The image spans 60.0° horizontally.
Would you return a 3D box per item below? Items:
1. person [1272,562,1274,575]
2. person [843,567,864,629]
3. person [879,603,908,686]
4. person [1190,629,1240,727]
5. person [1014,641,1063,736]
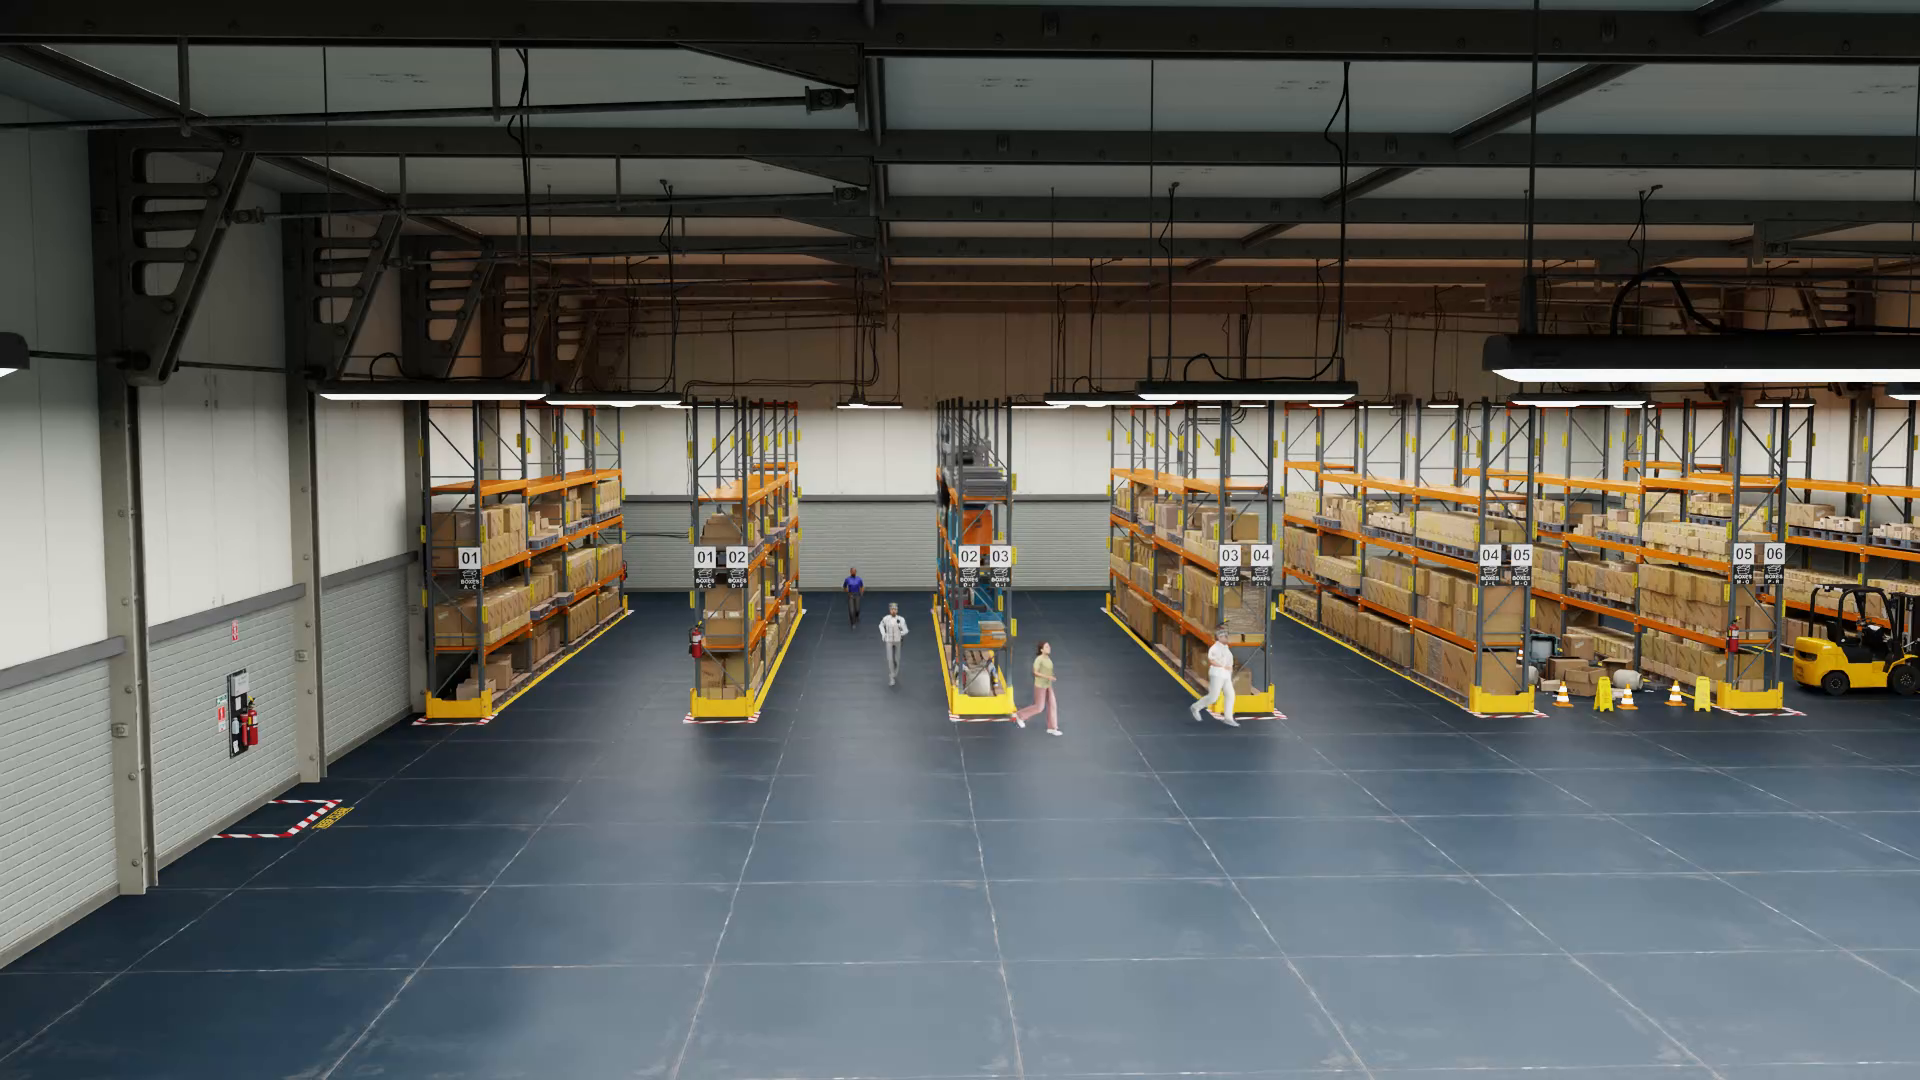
[{"bbox_3d":[8.858,1.151,48.581,0.530,1.648,0.684,-3,5,-33],"label":"person"},{"bbox_3d":[-2.804,1.534,43.969,0.575,1.616,0.536,-1,4,-8],"label":"person"},{"bbox_3d":[-1.401,2.169,35.108,0.617,1.704,0.889,0,4,-2],"label":"person"},{"bbox_3d":[4.762,2.496,30.478,0.963,1.766,0.658,3,5,37],"label":"person"},{"bbox_3d":[1.429,2.620,29.559,0.903,1.671,0.587,2,5,28],"label":"person"}]
